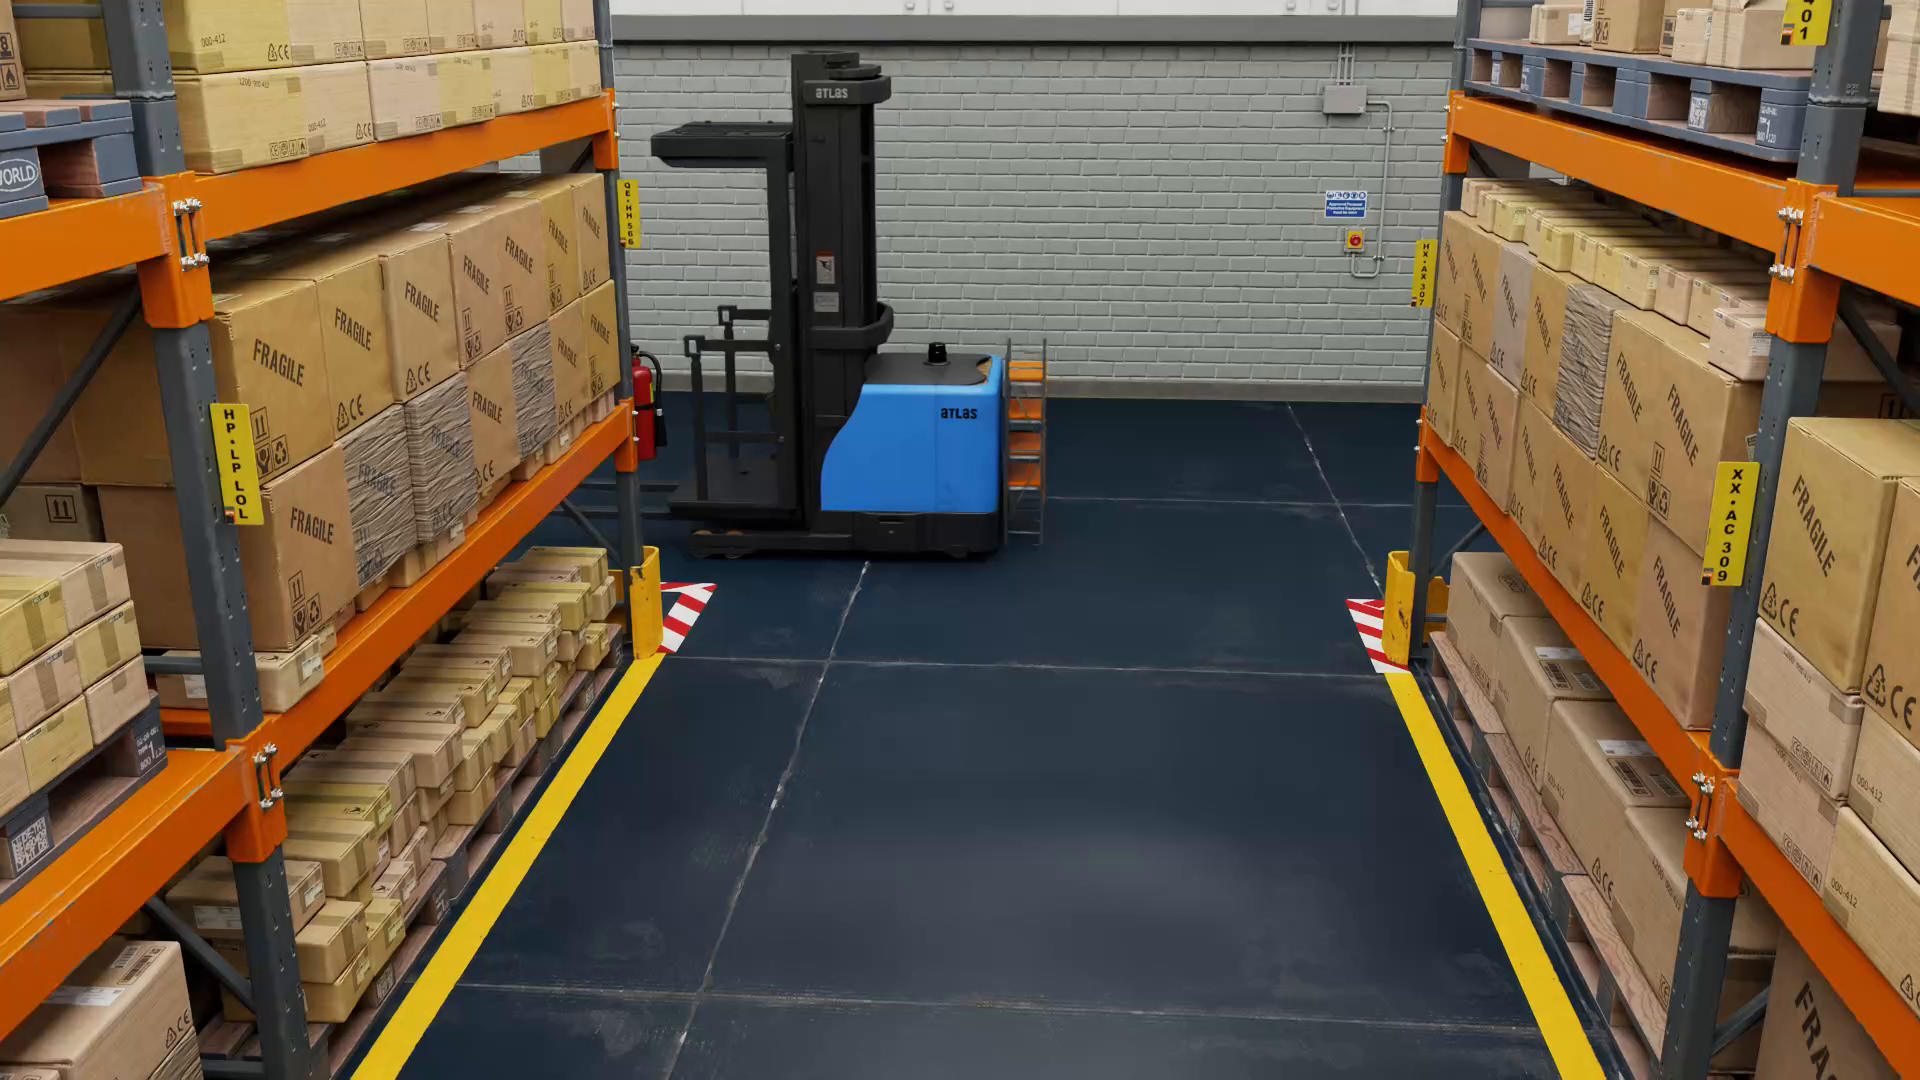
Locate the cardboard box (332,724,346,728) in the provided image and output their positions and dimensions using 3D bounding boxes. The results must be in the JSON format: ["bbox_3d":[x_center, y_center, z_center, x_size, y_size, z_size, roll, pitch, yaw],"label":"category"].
[{"bbox_3d":[-2.513,0.764,6.702,0.380,0.149,0.250,2,18,7],"label":"cardboard box"}]

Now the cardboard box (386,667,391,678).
[{"bbox_3d":[-2.607,0.537,6.915,0.380,0.149,0.250,2,18,5],"label":"cardboard box"}]

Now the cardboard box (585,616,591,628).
[{"bbox_3d":[-1.982,0.364,7.920,0.380,0.149,0.250,1,18,3],"label":"cardboard box"}]

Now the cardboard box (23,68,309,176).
[{"bbox_3d":[-2.146,-1.149,4.537,0.500,0.250,0.500,2,18,7],"label":"cardboard box"}]

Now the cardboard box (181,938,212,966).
[{"bbox_3d":[-2.652,1.290,5.574,0.380,0.149,0.250,2,18,5],"label":"cardboard box"}]

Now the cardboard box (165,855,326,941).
[{"bbox_3d":[-2.211,1.113,5.159,0.380,0.149,0.250,2,18,6],"label":"cardboard box"}]

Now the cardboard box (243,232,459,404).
[{"bbox_3d":[-2.078,-0.773,5.722,0.500,0.500,0.500,2,18,5],"label":"cardboard box"}]

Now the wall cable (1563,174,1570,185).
[{"bbox_3d":[4.585,-3.027,13.213,0.588,1.984,0.122,1,18,4],"label":"wall cable"}]

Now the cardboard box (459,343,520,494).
[{"bbox_3d":[-2.046,-0.471,6.405,0.500,0.500,0.500,2,18,7],"label":"cardboard box"}]

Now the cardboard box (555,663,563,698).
[{"bbox_3d":[-2.013,0.663,7.487,0.380,0.149,0.250,1,18,4],"label":"cardboard box"}]

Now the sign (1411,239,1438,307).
[{"bbox_3d":[2.236,-1.284,8.007,0.100,0.325,0.005,1,18,4],"label":"sign"}]

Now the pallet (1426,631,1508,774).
[{"bbox_3d":[2.809,0.755,7.781,1.003,0.211,1.213,1,18,4],"label":"pallet"}]

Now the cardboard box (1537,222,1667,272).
[{"bbox_3d":[2.334,-1.067,6.053,0.380,0.149,0.250,1,18,3],"label":"cardboard box"}]

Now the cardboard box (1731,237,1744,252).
[{"bbox_3d":[2.911,-0.974,5.770,0.380,0.149,0.250,1,18,4],"label":"cardboard box"}]

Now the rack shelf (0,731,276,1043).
[{"bbox_3d":[-2.586,1.306,2.777,1.077,0.370,4.000,1,18,4],"label":"rack shelf"}]

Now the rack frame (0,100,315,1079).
[{"bbox_3d":[-2.443,0.343,4.560,1.000,3.000,0.127,1,18,4],"label":"rack frame"}]

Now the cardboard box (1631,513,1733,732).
[{"bbox_3d":[2.280,0.224,4.760,0.500,0.500,0.500,1,18,4],"label":"cardboard box"}]

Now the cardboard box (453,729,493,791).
[{"bbox_3d":[-2.041,0.848,6.443,0.380,0.149,0.250,1,18,3],"label":"cardboard box"}]

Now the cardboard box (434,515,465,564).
[{"bbox_3d":[-2.050,-0.029,6.097,0.380,0.149,0.250,2,18,6],"label":"cardboard box"}]

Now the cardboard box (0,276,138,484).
[{"bbox_3d":[-2.679,-0.473,4.807,0.500,0.500,0.500,1,18,2],"label":"cardboard box"}]

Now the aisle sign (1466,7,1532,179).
[{"bbox_3d":[2.505,-2.085,7.793,0.394,0.787,0.004,1,18,4],"label":"aisle sign"}]

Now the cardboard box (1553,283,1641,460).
[{"bbox_3d":[2.332,-0.569,5.577,0.500,0.500,0.500,2,18,5],"label":"cardboard box"}]

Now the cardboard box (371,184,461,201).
[{"bbox_3d":[-2.483,-1.273,7.248,0.500,0.500,0.500,2,18,6],"label":"cardboard box"}]

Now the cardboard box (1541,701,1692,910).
[{"bbox_3d":[2.718,0.969,6.089,0.875,0.438,0.875,1,18,2],"label":"cardboard box"}]

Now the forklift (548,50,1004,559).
[{"bbox_3d":[-1.253,-1.443,10.121,3.031,2.935,1.130,1,18,3],"label":"forklift"}]

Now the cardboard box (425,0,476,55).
[{"bbox_3d":[-2.058,-1.868,5.928,0.500,0.250,0.500,0,18,2],"label":"cardboard box"}]

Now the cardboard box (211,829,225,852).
[{"bbox_3d":[-2.687,0.941,5.682,0.380,0.149,0.250,1,18,3],"label":"cardboard box"}]

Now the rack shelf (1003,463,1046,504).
[{"bbox_3d":[0.408,-0.363,10.456,0.258,0.148,0.480,1,18,3],"label":"rack shelf"}]

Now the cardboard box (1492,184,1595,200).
[{"bbox_3d":[2.539,-1.464,7.267,0.380,0.149,0.250,2,18,5],"label":"cardboard box"}]

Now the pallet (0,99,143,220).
[{"bbox_3d":[-2.593,-0.804,3.545,1.213,0.211,1.003,1,18,4],"label":"pallet"}]

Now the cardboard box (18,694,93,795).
[{"bbox_3d":[-2.292,0.471,3.898,0.380,0.149,0.250,1,18,4],"label":"cardboard box"}]

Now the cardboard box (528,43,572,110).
[{"bbox_3d":[-1.954,-1.948,6.975,0.500,0.250,0.500,1,18,4],"label":"cardboard box"}]

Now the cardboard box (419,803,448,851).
[{"bbox_3d":[-2.158,1.067,6.255,0.380,0.149,0.250,1,18,2],"label":"cardboard box"}]

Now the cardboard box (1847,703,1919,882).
[{"bbox_3d":[2.180,0.548,3.370,0.500,0.250,0.500,2,18,5],"label":"cardboard box"}]

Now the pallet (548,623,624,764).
[{"bbox_3d":[-2.255,0.701,7.946,1.003,0.211,1.213,1,18,4],"label":"pallet"}]

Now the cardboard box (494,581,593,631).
[{"bbox_3d":[-1.908,0.303,7.630,0.380,0.149,0.250,1,18,3],"label":"cardboard box"}]

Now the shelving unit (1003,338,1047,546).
[{"bbox_3d":[0.408,-0.615,10.374,0.258,1.200,0.503,1,18,3],"label":"shelving unit"}]

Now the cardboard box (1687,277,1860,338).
[{"bbox_3d":[2.361,-0.669,4.838,0.380,0.149,0.250,1,18,4],"label":"cardboard box"}]

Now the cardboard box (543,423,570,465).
[{"bbox_3d":[-1.951,-0.438,7.347,0.380,0.149,0.250,2,18,5],"label":"cardboard box"}]

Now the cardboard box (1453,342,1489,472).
[{"bbox_3d":[2.459,-0.568,7.178,0.500,0.500,0.500,1,18,3],"label":"cardboard box"}]

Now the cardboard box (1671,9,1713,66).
[{"bbox_3d":[2.247,-1.419,4.688,0.380,0.149,0.250,2,18,5],"label":"cardboard box"}]

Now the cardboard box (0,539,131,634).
[{"bbox_3d":[-2.277,0.109,4.048,0.380,0.149,0.250,2,18,6],"label":"cardboard box"}]

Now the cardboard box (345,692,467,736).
[{"bbox_3d":[-2.131,0.704,6.407,0.380,0.149,0.250,1,18,2],"label":"cardboard box"}]

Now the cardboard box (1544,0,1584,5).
[{"bbox_3d":[2.846,-2.280,7.153,0.500,0.250,0.500,0,18,-1],"label":"cardboard box"}]

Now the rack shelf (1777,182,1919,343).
[{"bbox_3d":[2.359,-0.041,2.068,1.077,0.370,4.000,1,18,4],"label":"rack shelf"}]

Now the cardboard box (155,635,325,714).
[{"bbox_3d":[-2.096,0.381,4.846,0.380,0.149,0.250,2,18,6],"label":"cardboard box"}]

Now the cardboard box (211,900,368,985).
[{"bbox_3d":[-2.097,1.251,5.214,0.380,0.149,0.250,2,18,6],"label":"cardboard box"}]

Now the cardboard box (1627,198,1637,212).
[{"bbox_3d":[3.034,-1.374,6.991,0.380,0.149,0.250,1,18,3],"label":"cardboard box"}]
